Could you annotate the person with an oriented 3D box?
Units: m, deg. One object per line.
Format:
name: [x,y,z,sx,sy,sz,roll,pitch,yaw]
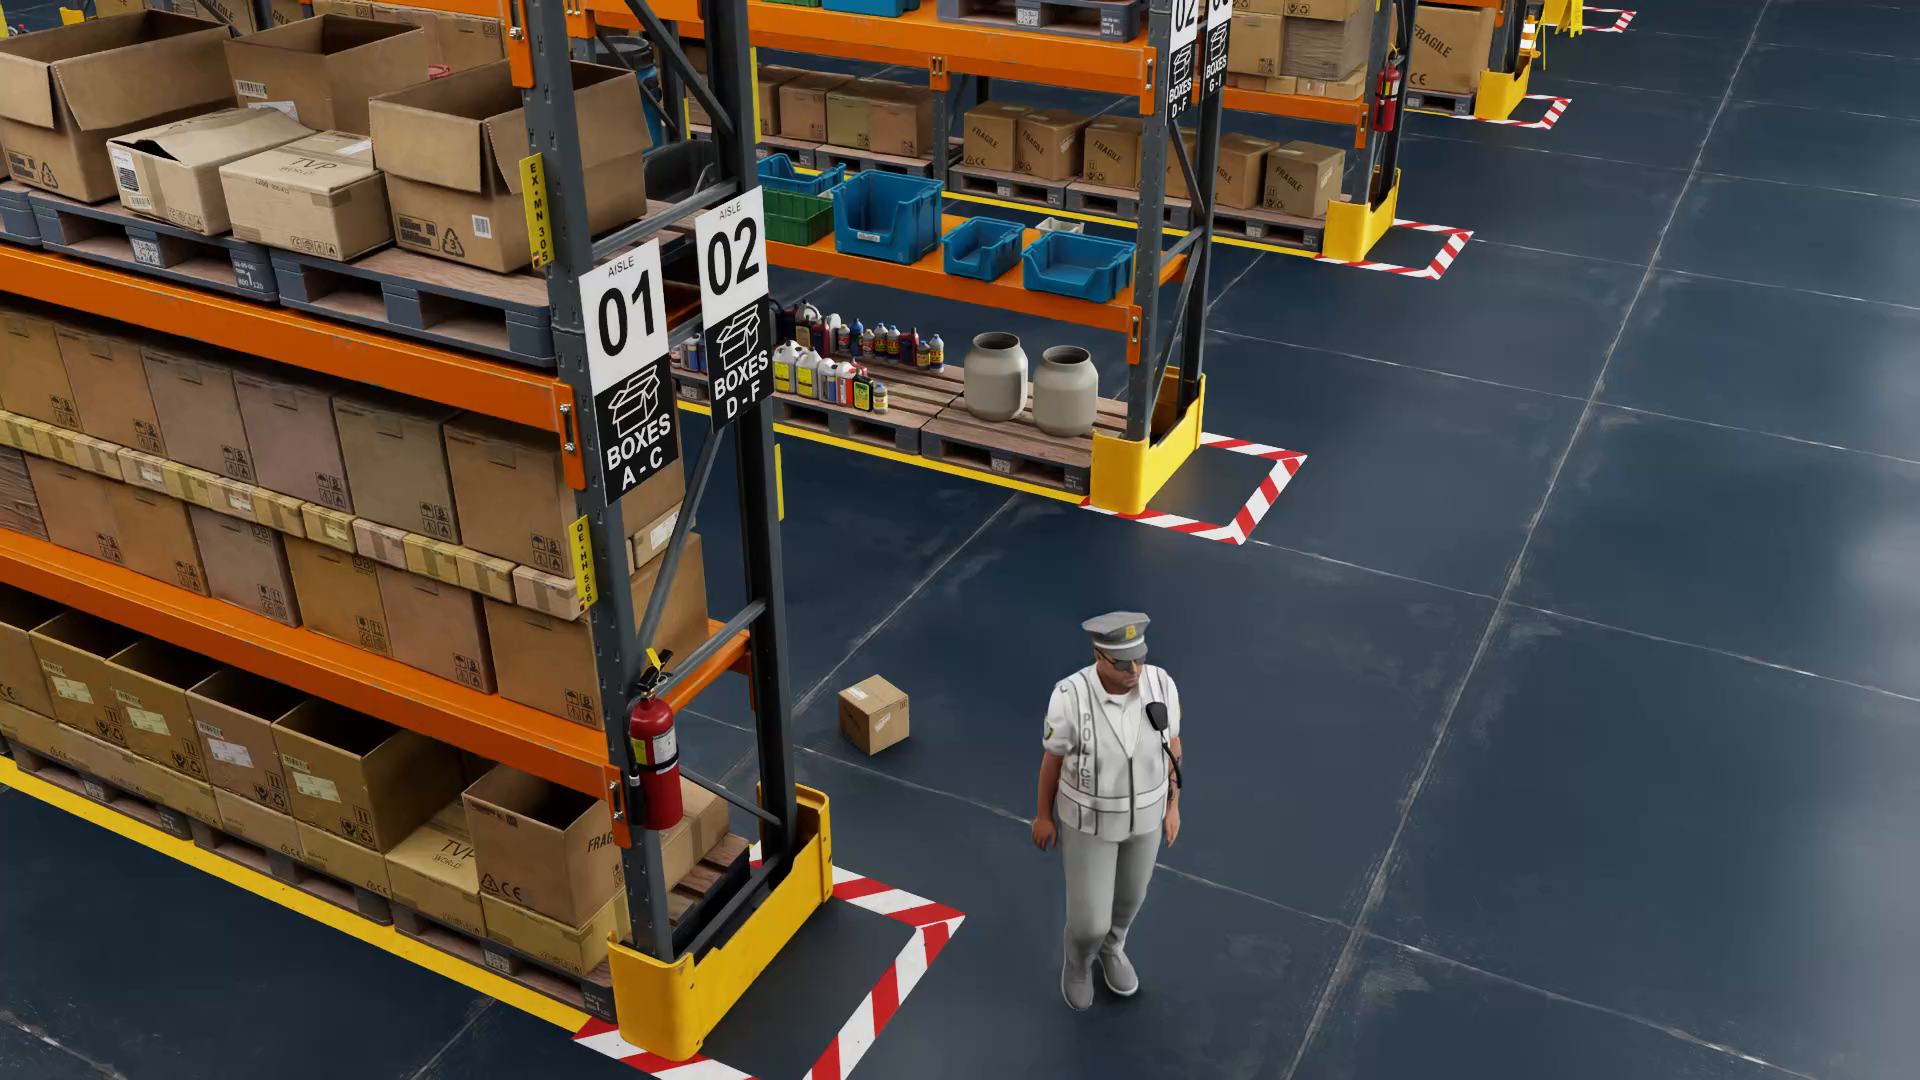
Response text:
person: [0.596,1.085,6.381,0.577,1.815,0.464,-10,31,-16]
